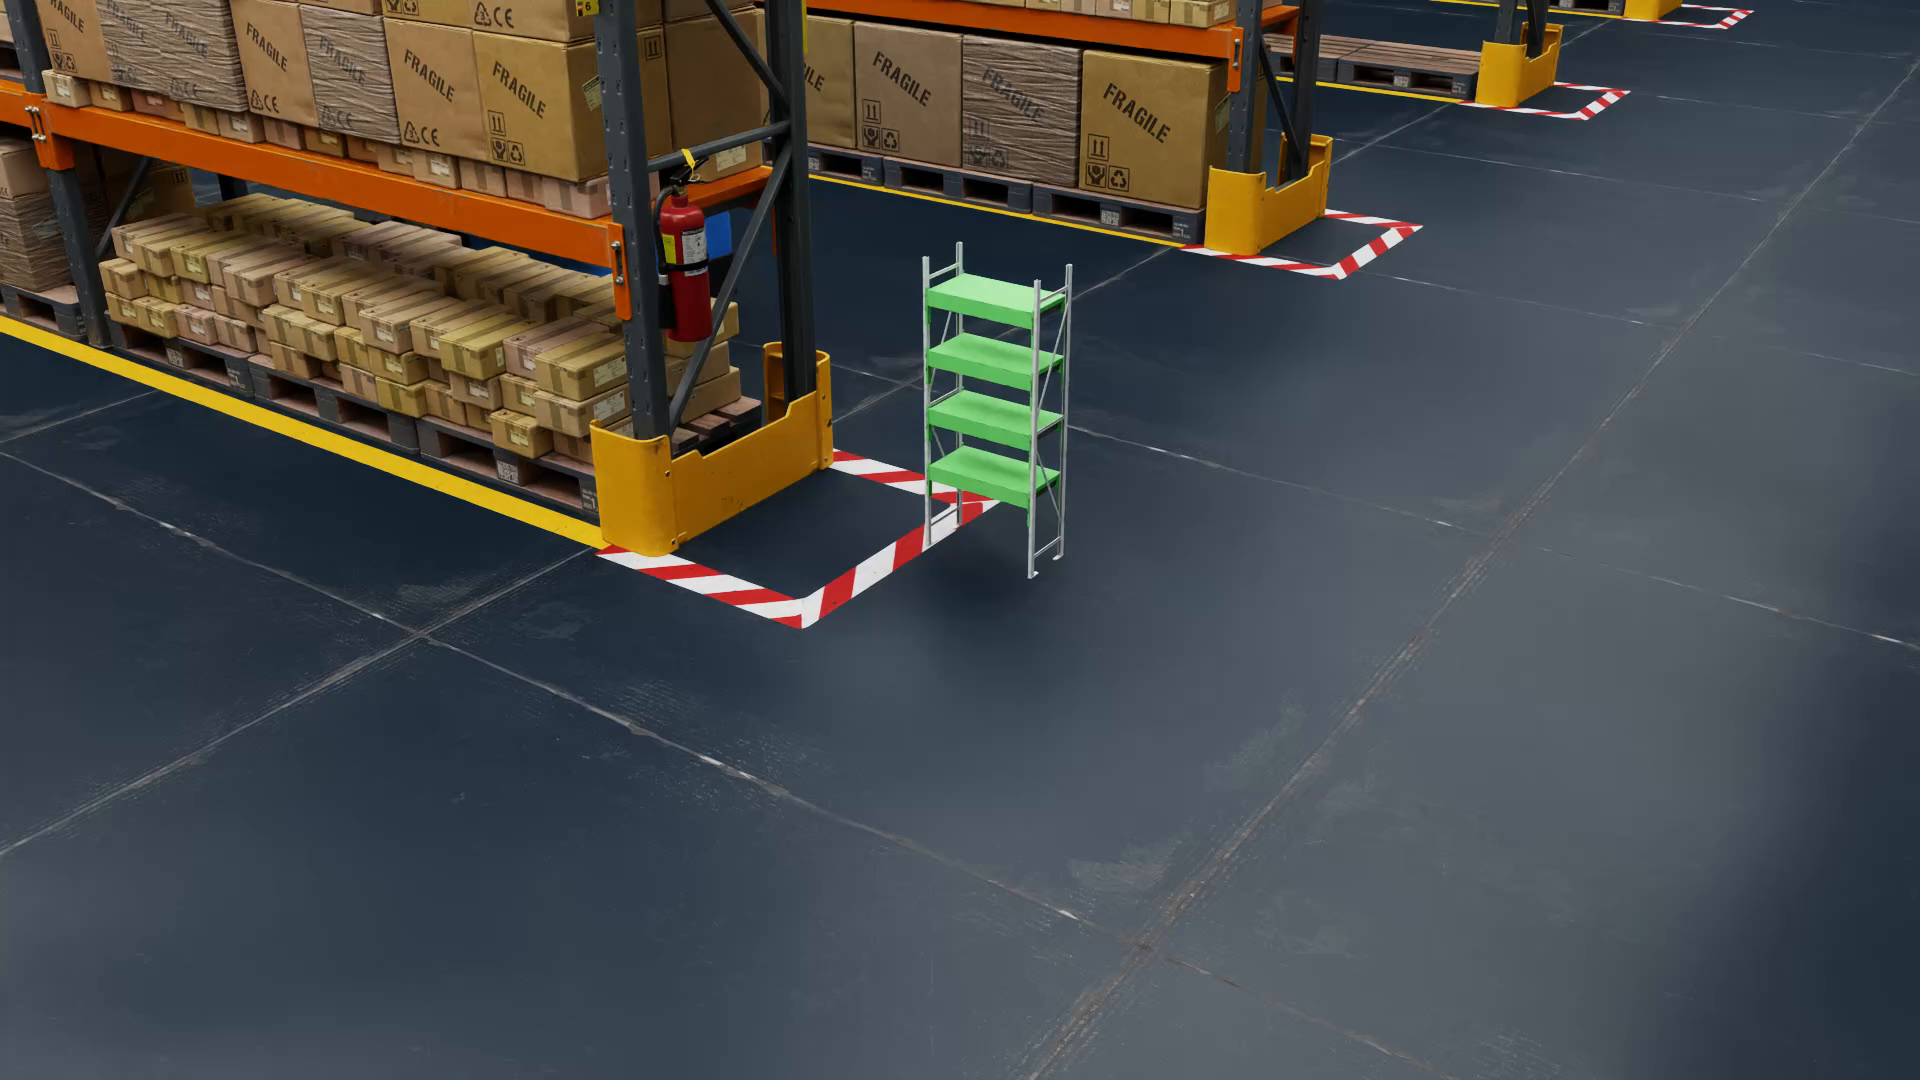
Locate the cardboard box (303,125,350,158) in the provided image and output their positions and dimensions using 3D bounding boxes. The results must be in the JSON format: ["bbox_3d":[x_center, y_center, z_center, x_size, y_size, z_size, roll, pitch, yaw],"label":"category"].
[{"bbox_3d":[-2.618,-1.791,7.240,0.250,0.149,0.380,18,32,31],"label":"cardboard box"}]

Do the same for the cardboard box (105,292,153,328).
[{"bbox_3d":[-4.128,-1.230,8.539,0.250,0.149,0.380,16,31,28],"label":"cardboard box"}]

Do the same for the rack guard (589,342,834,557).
[{"bbox_3d":[-1.012,-0.405,6.995,0.348,0.500,1.175,17,32,30],"label":"rack guard"}]

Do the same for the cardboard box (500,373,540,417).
[{"bbox_3d":[-1.731,-0.665,7.101,0.250,0.149,0.380,16,31,29],"label":"cardboard box"}]

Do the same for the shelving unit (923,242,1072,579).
[{"bbox_3d":[0.137,-0.492,6.394,0.503,1.200,0.258,17,32,30],"label":"shelving unit"}]

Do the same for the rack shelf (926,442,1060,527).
[{"bbox_3d":[0.136,-0.221,6.532,0.480,0.148,0.258,17,32,30],"label":"rack shelf"}]

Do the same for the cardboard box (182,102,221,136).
[{"bbox_3d":[-3.302,-1.971,7.593,0.250,0.149,0.380,18,32,31],"label":"cardboard box"}]

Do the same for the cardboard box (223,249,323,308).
[{"bbox_3d":[-3.259,-1.249,7.921,0.250,0.149,0.380,18,32,31],"label":"cardboard box"}]

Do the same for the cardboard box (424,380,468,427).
[{"bbox_3d":[-2.151,-0.660,7.420,0.250,0.149,0.380,18,32,31],"label":"cardboard box"}]

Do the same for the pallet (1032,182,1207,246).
[{"bbox_3d":[1.239,-2.261,10.960,1.213,0.211,1.003,17,32,30],"label":"pallet"}]

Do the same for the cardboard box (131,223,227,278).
[{"bbox_3d":[-3.886,-1.450,8.316,0.250,0.149,0.380,19,33,33],"label":"cardboard box"}]

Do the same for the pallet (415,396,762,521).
[{"bbox_3d":[-1.662,-0.498,7.496,1.213,0.211,1.003,17,32,30],"label":"pallet"}]

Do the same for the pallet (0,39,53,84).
[{"bbox_3d":[-4.794,-2.692,8.944,1.213,0.211,1.003,17,32,30],"label":"pallet"}]

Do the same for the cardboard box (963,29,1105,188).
[{"bbox_3d":[0.619,-2.936,11.092,0.875,0.875,0.875,17,32,30],"label":"cardboard box"}]

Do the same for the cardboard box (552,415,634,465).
[{"bbox_3d":[-1.501,-0.473,7.053,0.250,0.149,0.380,18,32,31],"label":"cardboard box"}]

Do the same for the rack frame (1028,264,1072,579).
[{"bbox_3d":[0.338,-0.430,6.271,0.015,1.200,0.240,17,32,30],"label":"rack frame"}]

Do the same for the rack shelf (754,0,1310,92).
[{"bbox_3d":[0.293,-3.521,11.154,4.000,0.370,1.077,17,32,30],"label":"rack shelf"}]

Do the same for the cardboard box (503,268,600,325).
[{"bbox_3d":[-1.871,-1.114,7.656,0.250,0.149,0.380,16,31,28],"label":"cardboard box"}]

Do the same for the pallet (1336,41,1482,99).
[{"bbox_3d":[4.088,-4.163,14.698,1.213,0.211,1.003,17,32,30],"label":"pallet"}]

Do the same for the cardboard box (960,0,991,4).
[{"bbox_3d":[0.202,-3.577,10.748,0.250,0.149,0.380,18,32,31],"label":"cardboard box"}]

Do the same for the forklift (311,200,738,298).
[{"bbox_3d":[-2.702,-2.893,9.203,3.031,2.935,1.130,21,34,35],"label":"forklift"}]

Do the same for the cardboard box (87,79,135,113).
[{"bbox_3d":[-3.943,-2.181,8.006,0.250,0.149,0.380,18,32,32],"label":"cardboard box"}]

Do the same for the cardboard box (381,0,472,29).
[{"bbox_3d":[-1.885,-2.277,6.376,0.500,0.500,0.500,16,31,29],"label":"cardboard box"}]

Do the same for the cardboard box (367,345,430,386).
[{"bbox_3d":[-2.410,-0.838,7.443,0.250,0.149,0.380,18,32,31],"label":"cardboard box"}]

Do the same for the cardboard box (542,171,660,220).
[{"bbox_3d":[-1.378,-1.366,6.403,0.250,0.149,0.380,17,32,30],"label":"cardboard box"}]

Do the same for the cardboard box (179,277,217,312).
[{"bbox_3d":[-3.648,-1.283,8.315,0.250,0.149,0.380,17,32,30],"label":"cardboard box"}]

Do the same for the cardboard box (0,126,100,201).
[{"bbox_3d":[-5.004,-2.031,8.899,0.500,0.250,0.500,16,31,29],"label":"cardboard box"}]

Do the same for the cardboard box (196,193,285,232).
[{"bbox_3d":[-3.806,-1.714,8.836,0.250,0.149,0.380,18,32,32],"label":"cardboard box"}]

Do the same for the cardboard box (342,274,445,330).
[{"bbox_3d":[-2.574,-1.075,7.579,0.250,0.149,0.380,16,31,29],"label":"cardboard box"}]

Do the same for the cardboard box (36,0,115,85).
[{"bbox_3d":[-3.981,-2.482,7.882,0.500,0.500,0.500,17,31,29],"label":"cardboard box"}]

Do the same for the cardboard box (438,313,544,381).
[{"bbox_3d":[-1.989,-0.827,7.093,0.250,0.149,0.380,17,31,29],"label":"cardboard box"}]

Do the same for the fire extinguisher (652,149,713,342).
[{"bbox_3d":[-1.003,-1.062,6.025,0.183,0.674,0.296,17,32,30],"label":"fire extinguisher"}]

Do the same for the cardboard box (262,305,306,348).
[{"bbox_3d":[-3.042,-1.044,7.847,0.250,0.149,0.380,17,32,30],"label":"cardboard box"}]

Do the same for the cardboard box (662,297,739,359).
[{"bbox_3d":[-1.189,-0.943,7.320,0.250,0.149,0.380,16,31,28],"label":"cardboard box"}]

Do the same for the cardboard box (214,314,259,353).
[{"bbox_3d":[-3.437,-1.070,8.226,0.250,0.149,0.380,17,31,29],"label":"cardboard box"}]

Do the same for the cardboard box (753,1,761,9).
[{"bbox_3d":[-1.894,-3.752,12.695,0.875,0.875,1.225,17,32,30],"label":"cardboard box"}]

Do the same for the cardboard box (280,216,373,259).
[{"bbox_3d":[-3.194,-1.507,8.427,0.250,0.149,0.380,18,32,32],"label":"cardboard box"}]

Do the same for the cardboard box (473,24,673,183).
[{"bbox_3d":[-1.466,-1.696,6.337,0.500,0.500,0.500,18,32,31],"label":"cardboard box"}]

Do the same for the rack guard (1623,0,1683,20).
[{"bbox_3d":[7.491,-5.936,17.863,0.348,0.500,1.175,17,32,30],"label":"rack guard"}]

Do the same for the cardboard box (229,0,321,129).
[{"bbox_3d":[-2.716,-2.089,7.108,0.500,0.500,0.500,19,33,33],"label":"cardboard box"}]

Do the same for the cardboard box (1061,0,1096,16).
[{"bbox_3d":[0.834,-3.380,10.361,0.250,0.149,0.380,18,32,31],"label":"cardboard box"}]

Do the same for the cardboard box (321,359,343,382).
[{"bbox_3d":[-2.776,-0.873,7.838,0.250,0.149,0.380,18,32,32],"label":"cardboard box"}]

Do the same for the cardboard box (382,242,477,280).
[{"bbox_3d":[-2.546,-1.302,8.026,0.250,0.149,0.380,17,32,30],"label":"cardboard box"}]

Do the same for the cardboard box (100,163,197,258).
[{"bbox_3d":[-4.706,-1.889,9.447,0.500,0.500,0.500,19,32,32],"label":"cardboard box"}]

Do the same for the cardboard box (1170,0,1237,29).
[{"bbox_3d":[1.462,-3.184,9.977,0.250,0.149,0.380,18,32,31],"label":"cardboard box"}]

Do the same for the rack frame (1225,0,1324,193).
[{"bbox_3d":[1.942,-3.328,9.982,0.127,3.000,1.000,17,32,30],"label":"rack frame"}]

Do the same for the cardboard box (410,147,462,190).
[{"bbox_3d":[-2.001,-1.559,6.783,0.250,0.149,0.380,18,32,32],"label":"cardboard box"}]
